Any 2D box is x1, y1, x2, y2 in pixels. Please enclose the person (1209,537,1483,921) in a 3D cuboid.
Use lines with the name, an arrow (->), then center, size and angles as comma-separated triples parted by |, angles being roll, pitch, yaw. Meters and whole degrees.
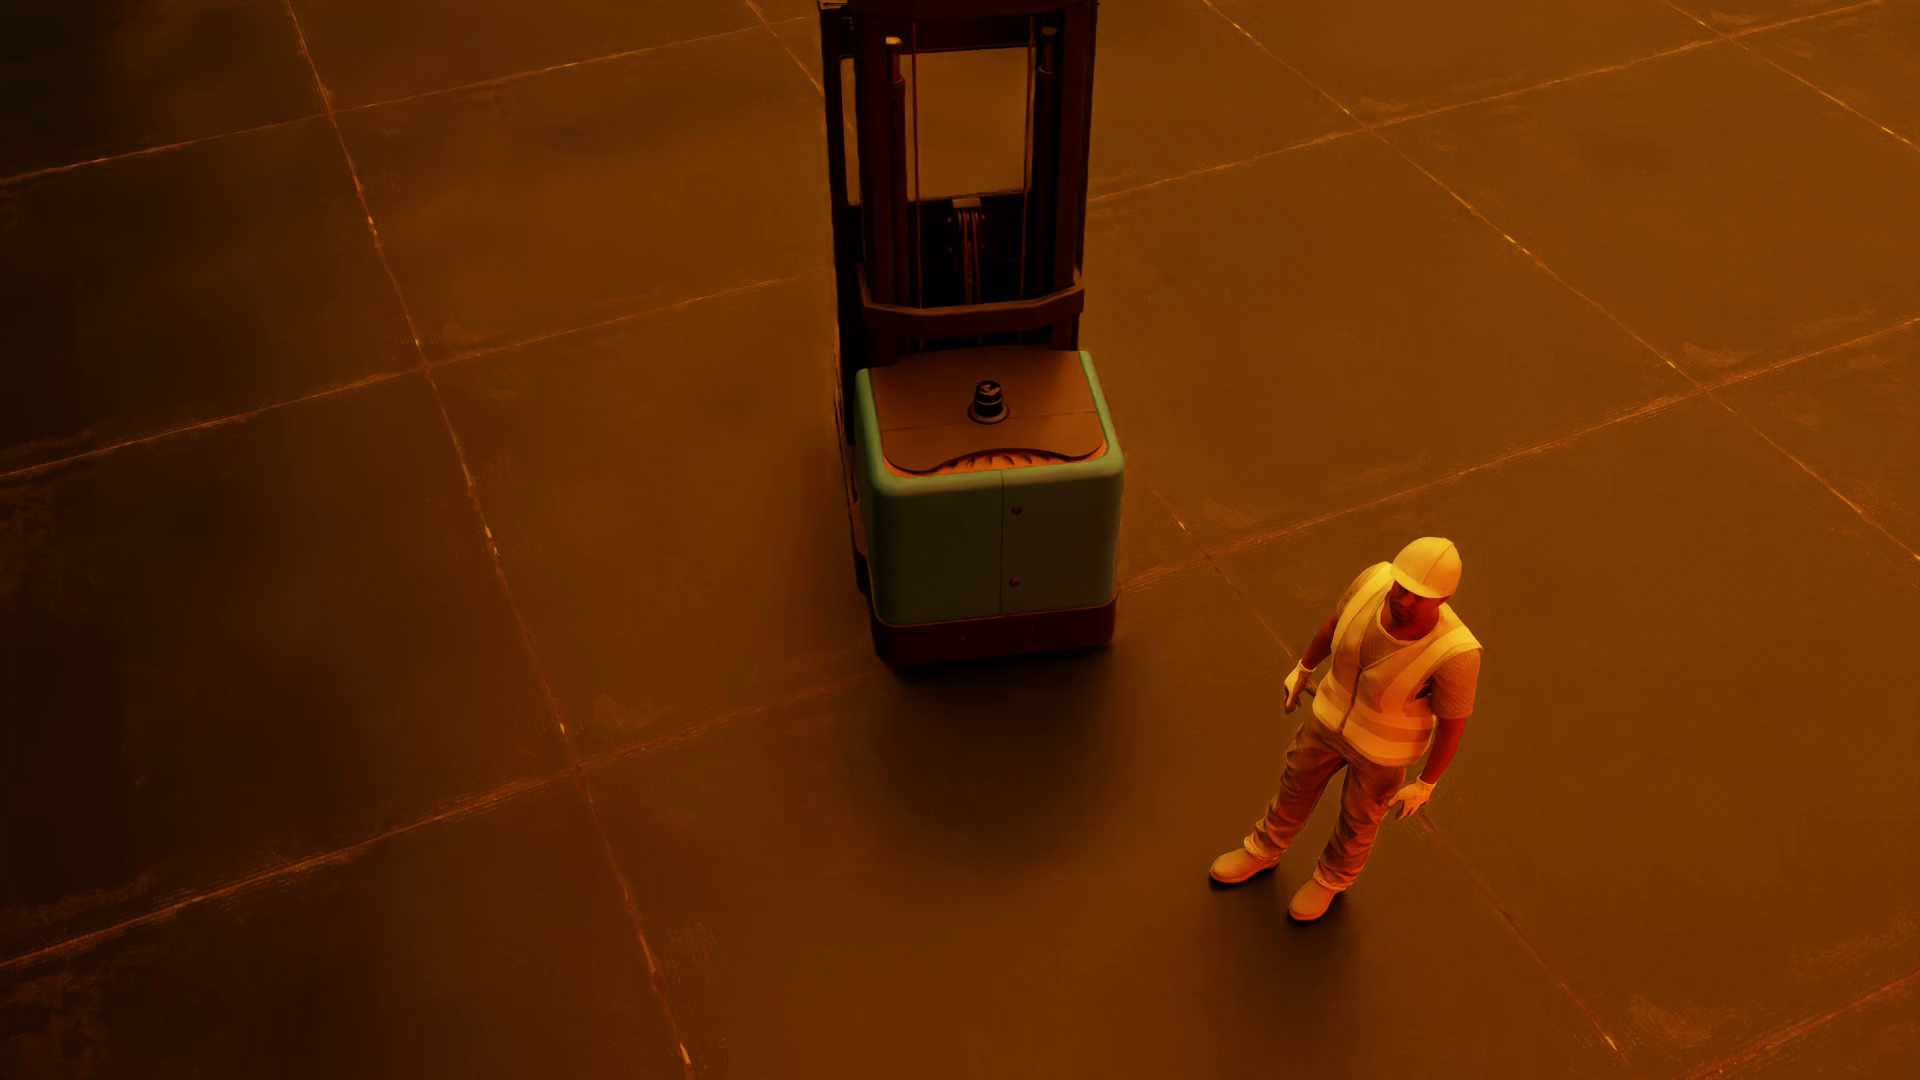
person -> 1.354, 0.691, 5.771 | 0.579, 1.781, 0.656 | -27, 49, -26

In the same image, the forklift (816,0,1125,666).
forklift -> -0.039, -1.541, 7.331 | 1.130, 2.935, 3.031 | -5, 43, -6
